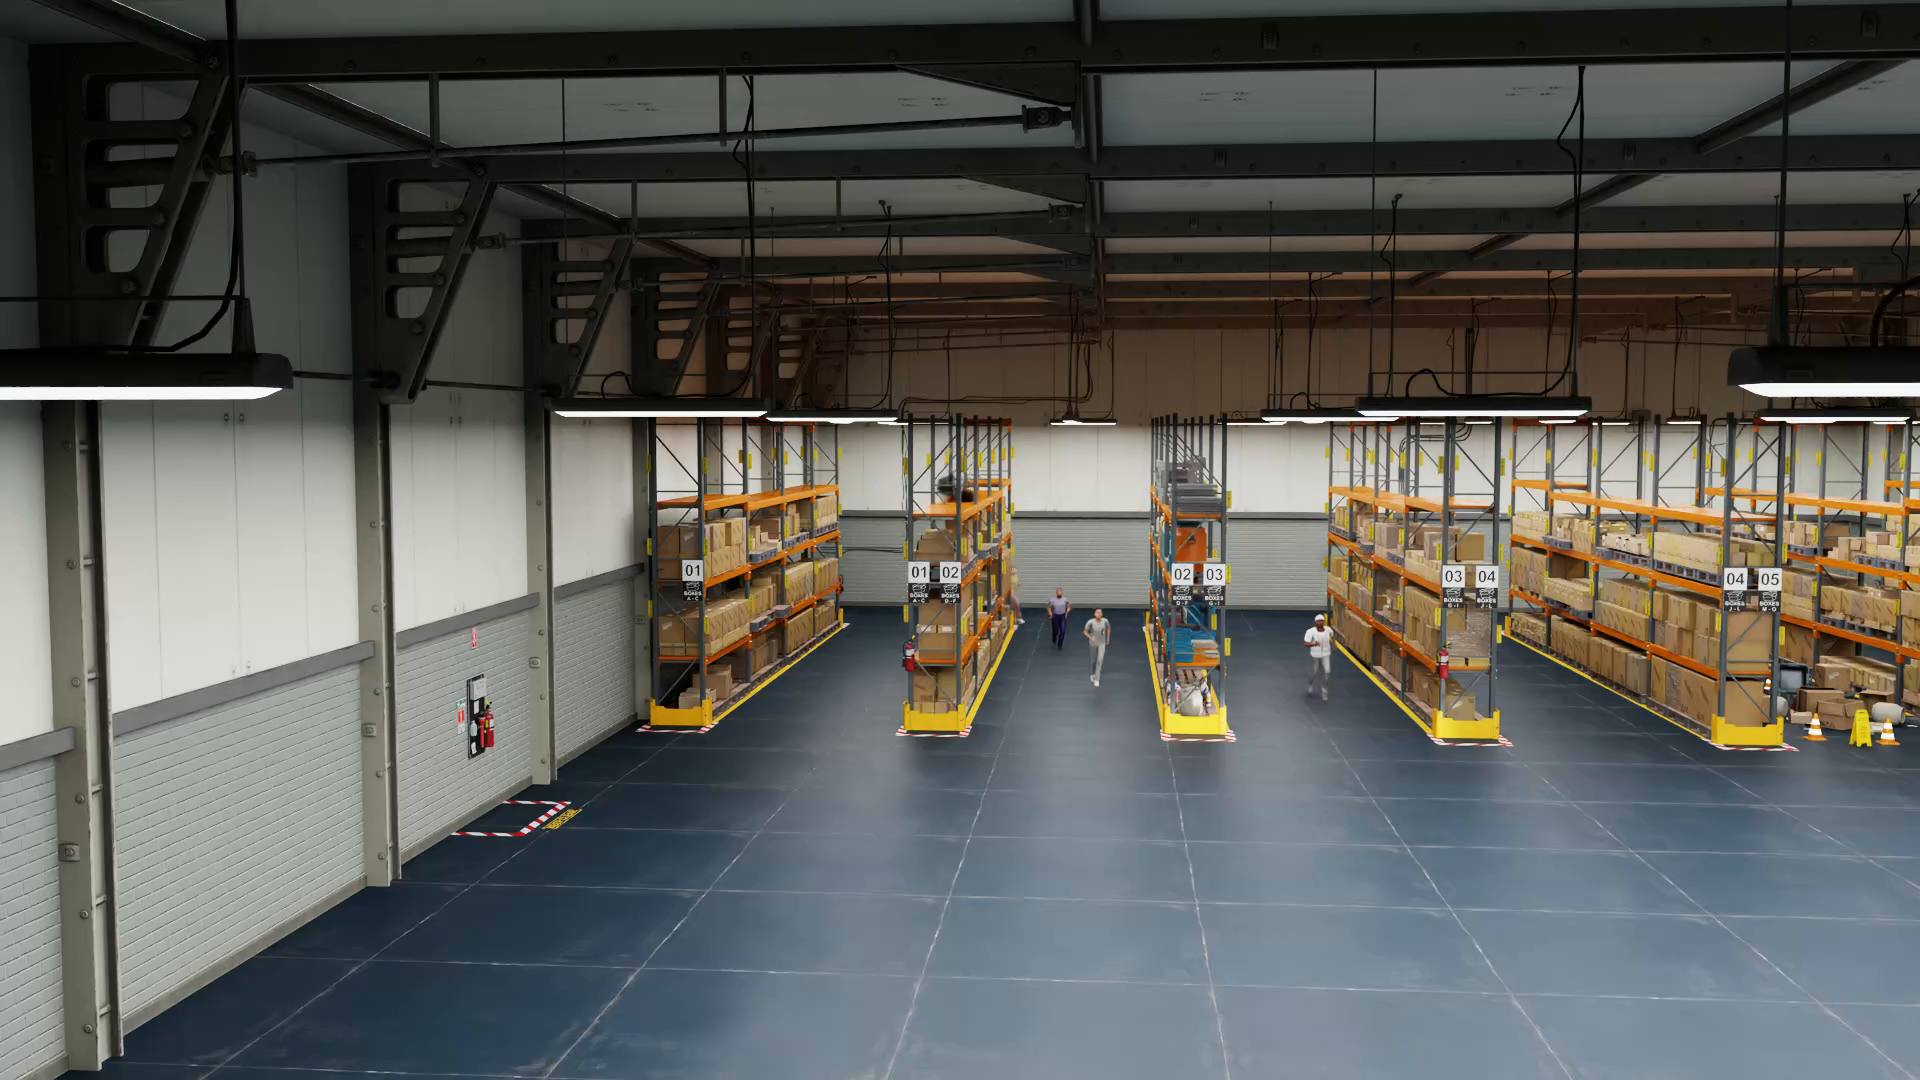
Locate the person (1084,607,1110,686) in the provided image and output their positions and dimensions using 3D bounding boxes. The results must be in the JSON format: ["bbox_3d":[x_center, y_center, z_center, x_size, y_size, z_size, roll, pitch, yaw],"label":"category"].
[{"bbox_3d":[2.937,2.249,35.535,0.588,1.649,0.892,0,4,-4],"label":"person"}]

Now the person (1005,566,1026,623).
[{"bbox_3d":[1.526,1.579,48.739,0.994,1.660,0.563,2,5,32],"label":"person"}]

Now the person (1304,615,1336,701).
[{"bbox_3d":[7.622,2.475,35.224,0.710,1.820,0.906,0,4,0],"label":"person"}]

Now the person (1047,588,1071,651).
[{"bbox_3d":[2.572,2.034,43.083,0.614,1.599,0.541,0,4,-3],"label":"person"}]
